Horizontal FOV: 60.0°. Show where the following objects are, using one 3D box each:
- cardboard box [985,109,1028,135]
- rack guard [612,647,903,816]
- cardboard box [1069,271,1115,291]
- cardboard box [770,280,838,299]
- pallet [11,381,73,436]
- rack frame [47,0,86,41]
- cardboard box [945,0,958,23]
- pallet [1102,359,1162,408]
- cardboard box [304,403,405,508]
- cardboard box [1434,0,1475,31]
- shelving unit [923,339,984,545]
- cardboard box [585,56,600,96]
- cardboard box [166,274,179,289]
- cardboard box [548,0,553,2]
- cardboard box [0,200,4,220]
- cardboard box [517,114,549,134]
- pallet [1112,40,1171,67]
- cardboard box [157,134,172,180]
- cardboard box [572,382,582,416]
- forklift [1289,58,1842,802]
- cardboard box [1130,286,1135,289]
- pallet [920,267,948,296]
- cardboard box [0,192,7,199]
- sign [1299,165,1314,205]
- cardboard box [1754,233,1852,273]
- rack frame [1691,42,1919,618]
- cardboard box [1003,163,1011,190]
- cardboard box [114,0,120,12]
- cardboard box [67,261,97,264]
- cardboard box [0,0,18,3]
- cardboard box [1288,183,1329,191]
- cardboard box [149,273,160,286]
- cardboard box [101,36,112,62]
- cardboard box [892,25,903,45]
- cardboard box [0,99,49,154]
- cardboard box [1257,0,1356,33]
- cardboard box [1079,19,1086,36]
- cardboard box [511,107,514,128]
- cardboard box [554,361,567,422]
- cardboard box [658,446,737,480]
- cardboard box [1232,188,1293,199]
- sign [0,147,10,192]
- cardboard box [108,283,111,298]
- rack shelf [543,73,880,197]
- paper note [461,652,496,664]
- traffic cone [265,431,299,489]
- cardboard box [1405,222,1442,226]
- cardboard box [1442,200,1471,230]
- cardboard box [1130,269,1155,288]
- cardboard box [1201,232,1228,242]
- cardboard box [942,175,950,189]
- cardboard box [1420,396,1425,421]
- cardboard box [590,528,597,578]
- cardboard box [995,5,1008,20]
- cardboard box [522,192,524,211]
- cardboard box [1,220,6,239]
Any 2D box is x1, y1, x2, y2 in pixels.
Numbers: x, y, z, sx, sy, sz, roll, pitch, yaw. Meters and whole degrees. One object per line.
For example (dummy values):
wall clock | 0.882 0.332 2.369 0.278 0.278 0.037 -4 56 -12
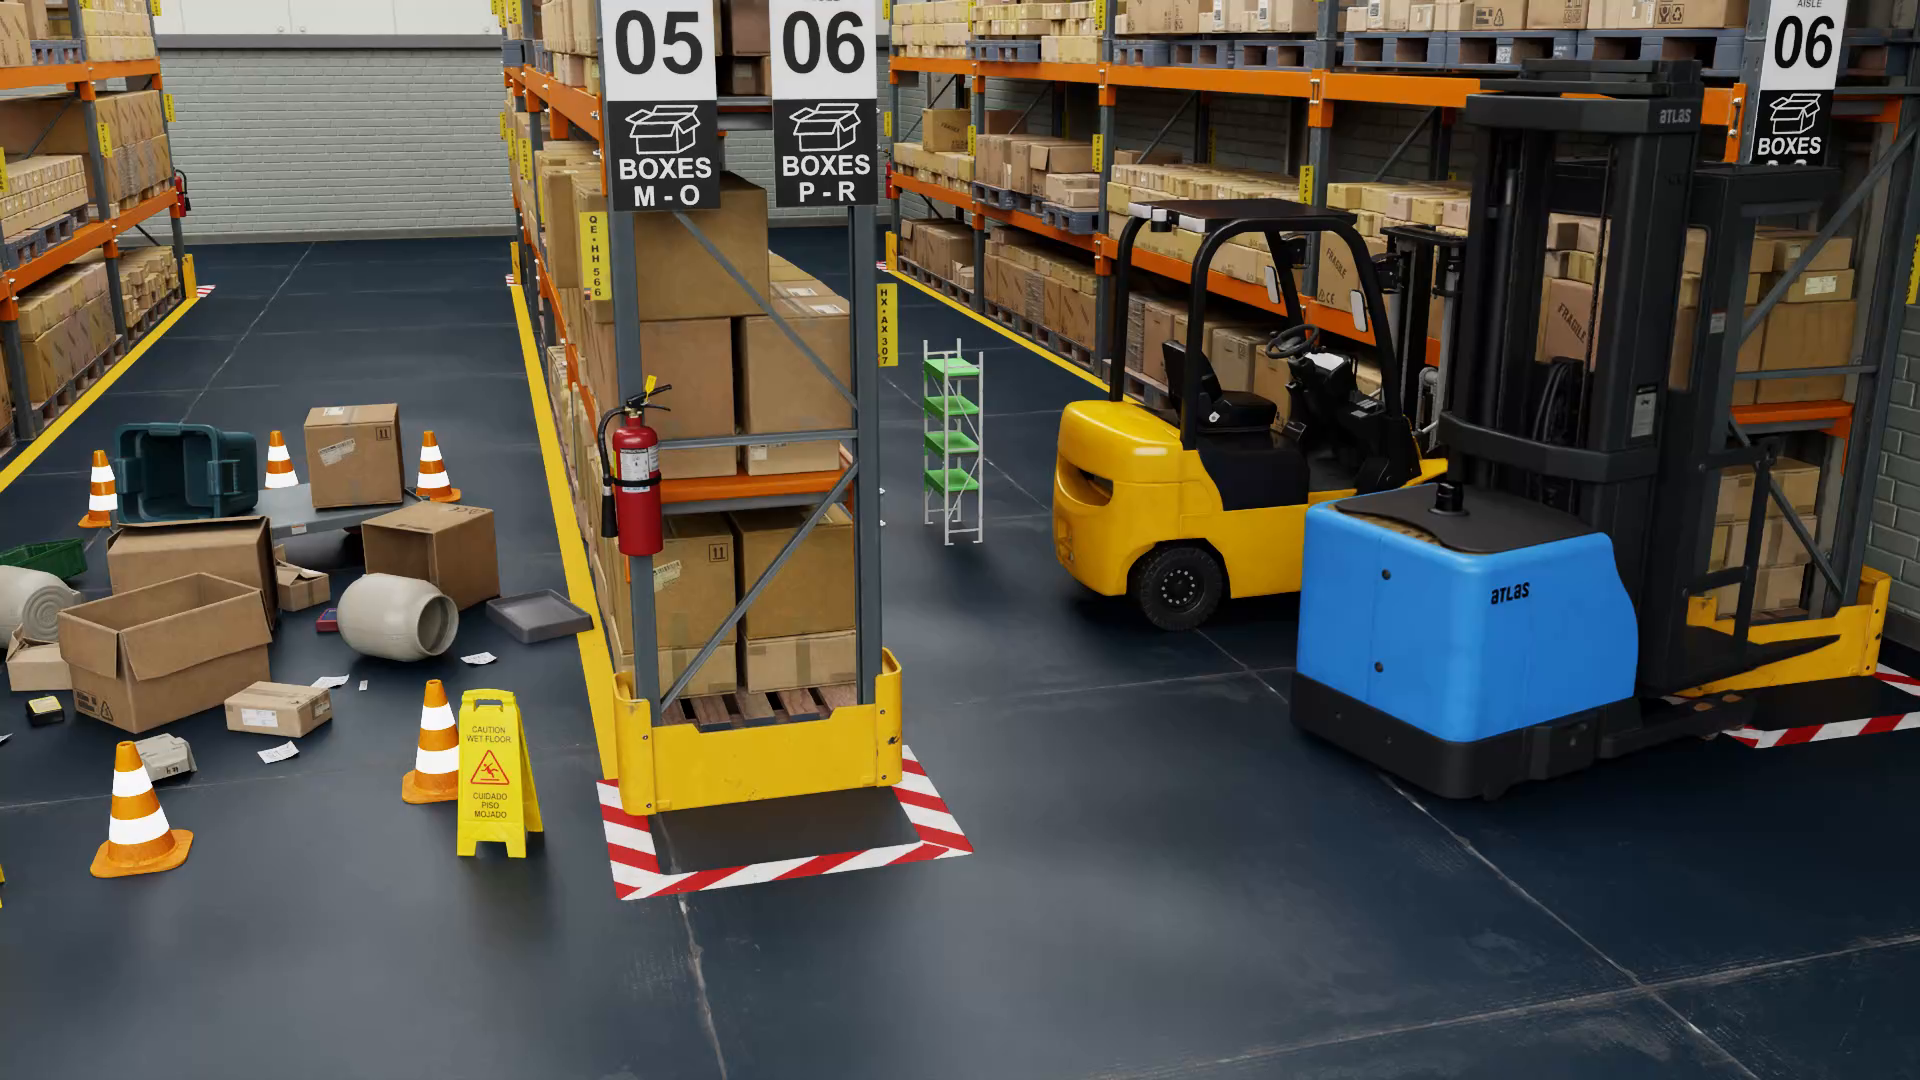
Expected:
cardboard box | 0.503 -4.964 20.202 0.500 0.500 0.500 -5 17 -17
rack guard | -0.838 0.788 6.960 1.175 0.500 0.348 -5 17 -15
cardboard box | 1.272 -2.499 16.044 0.380 0.149 0.250 -6 18 -18
cardboard box | -0.826 -0.874 7.458 0.500 0.500 0.500 -4 17 -14
pallet | -7.961 -1.062 13.622 1.003 0.211 1.213 -5 17 -15
rack frame | -8.847 -6.161 15.321 1.000 3.000 0.127 -5 17 -15
cardboard box | 0.138 -6.108 19.232 0.500 0.250 0.500 -5 17 -16
pallet | 1.944 -1.428 14.840 1.003 0.211 1.213 -5 17 -15
cardboard box | -3.620 -0.511 9.968 0.500 0.500 0.500 -5 17 -15
cardboard box | 2.971 -3.075 9.590 0.396 0.266 0.258 -5 17 -17
shelving unit | -0.046 -0.620 10.432 0.258 1.200 0.503 -5 17 -15
cardboard box | -1.284 -1.847 6.610 0.380 0.149 0.250 -5 17 -15
cardboard box | -9.433 -3.038 19.578 0.380 0.149 0.250 -4 17 -14
cardboard box | -1.934 -2.862 8.601 0.380 0.149 0.250 -5 17 -16
cardboard box | -7.687 -2.554 12.932 0.380 0.149 0.250 -4 17 -13
cardboard box | -4.104 -3.951 16.480 0.500 0.500 0.500 -5 17 -16
pallet | 2.028 -4.160 14.201 1.213 0.211 1.003 -4 17 -13
cardboard box | -9.575 -4.481 19.465 0.500 0.500 0.500 -4 17 -14
cardboard box | -2.037 -0.825 9.602 0.380 0.149 0.250 -4 17 -14
forklift | 3.022 -0.627 7.443 3.031 2.935 1.130 -10 19 -29
cardboard box | 1.793 -2.274 16.425 0.500 0.500 0.500 -5 17 -15
pallet | 0.130 -3.293 21.050 1.003 0.211 1.213 -5 17 -15
cardboard box | -7.765 -2.765 13.115 0.380 0.149 0.250 -5 17 -17
sign | 2.336 -2.359 11.216 0.100 0.325 0.005 -5 17 -15
cardboard box | 4.067 -1.392 8.055 0.380 0.149 0.250 -5 17 -16
rack frame | 3.954 -0.782 7.840 1.000 3.000 0.127 -5 17 -15
cardboard box | 0.669 -3.823 17.469 0.396 0.266 0.258 -4 17 -13
cardboard box | -9.171 -5.694 17.677 0.380 0.149 0.250 -5 17 -17
cardboard box | -9.748 -2.981 18.353 0.380 0.149 0.250 -4 17 -14
cardboard box | -8.549 -4.538 14.221 0.797 0.503 0.637 -5 17 -16
cardboard box | 2.739 -2.648 12.753 0.380 0.149 0.250 -5 17 -15
cardboard box | -9.175 -2.891 18.571 0.380 0.149 0.250 -4 17 -12
cardboard box | -8.867 -4.940 16.729 0.500 0.250 0.500 -5 17 -16
cardboard box | -0.584 -6.570 21.640 0.500 0.250 0.500 -5 17 -16
cardboard box | -9.236 -4.066 16.345 0.500 0.500 0.500 -5 18 -17
cardboard box | 2.422 -3.712 11.632 0.500 0.311 0.500 -5 18 -17
cardboard box | 1.327 -4.777 15.495 0.380 0.149 0.250 -4 17 -14
cardboard box | -4.642 -4.484 18.253 0.500 0.500 0.500 -5 17 -16
cardboard box | -2.660 -1.183 13.014 0.950 0.372 0.625 -5 17 -16
cardboard box | -1.126 -0.354 6.854 0.380 0.149 0.250 -4 17 -13
cardboard box | 2.243 -2.528 12.351 0.380 0.149 0.250 -5 18 -17
sign | -7.215 -2.781 12.484 0.100 0.325 0.005 -5 17 -15
cardboard box | -8.742 -2.520 16.820 0.380 0.149 0.250 -4 17 -13
rack shelf | -1.367 -2.033 8.044 1.077 0.370 4.000 -5 17 -15
paper note | -2.433 0.595 8.418 0.142 0.019 0.148 -12 20 -34
traffic cone | -4.645 -0.513 11.356 0.336 0.463 0.334 -5 17 -15
cardboard box | 2.928 -1.849 10.094 0.380 0.149 0.250 -5 17 -16
cardboard box | 3.087 -1.927 9.836 0.380 0.149 0.250 -5 17 -15
cardboard box | 1.865 -2.554 16.227 0.380 0.149 0.250 -4 17 -14
cardboard box | 2.191 -2.455 12.802 0.500 0.250 0.500 -4 17 -14
cardboard box | -0.004 -4.332 20.097 0.380 0.149 0.250 -5 17 -16
cardboard box | 2.965 -0.814 10.258 0.500 0.250 0.500 -4 17 -13
cardboard box | -1.708 0.099 8.958 0.500 0.250 0.500 -5 17 -16
cardboard box | 0.584 -5.481 17.285 0.380 0.149 0.250 -5 17 -16
cardboard box | -4.104 -3.350 16.651 0.500 0.250 0.500 -5 17 -17
cardboard box | -7.677 -2.402 12.942 0.380 0.149 0.250 -5 17 -16
